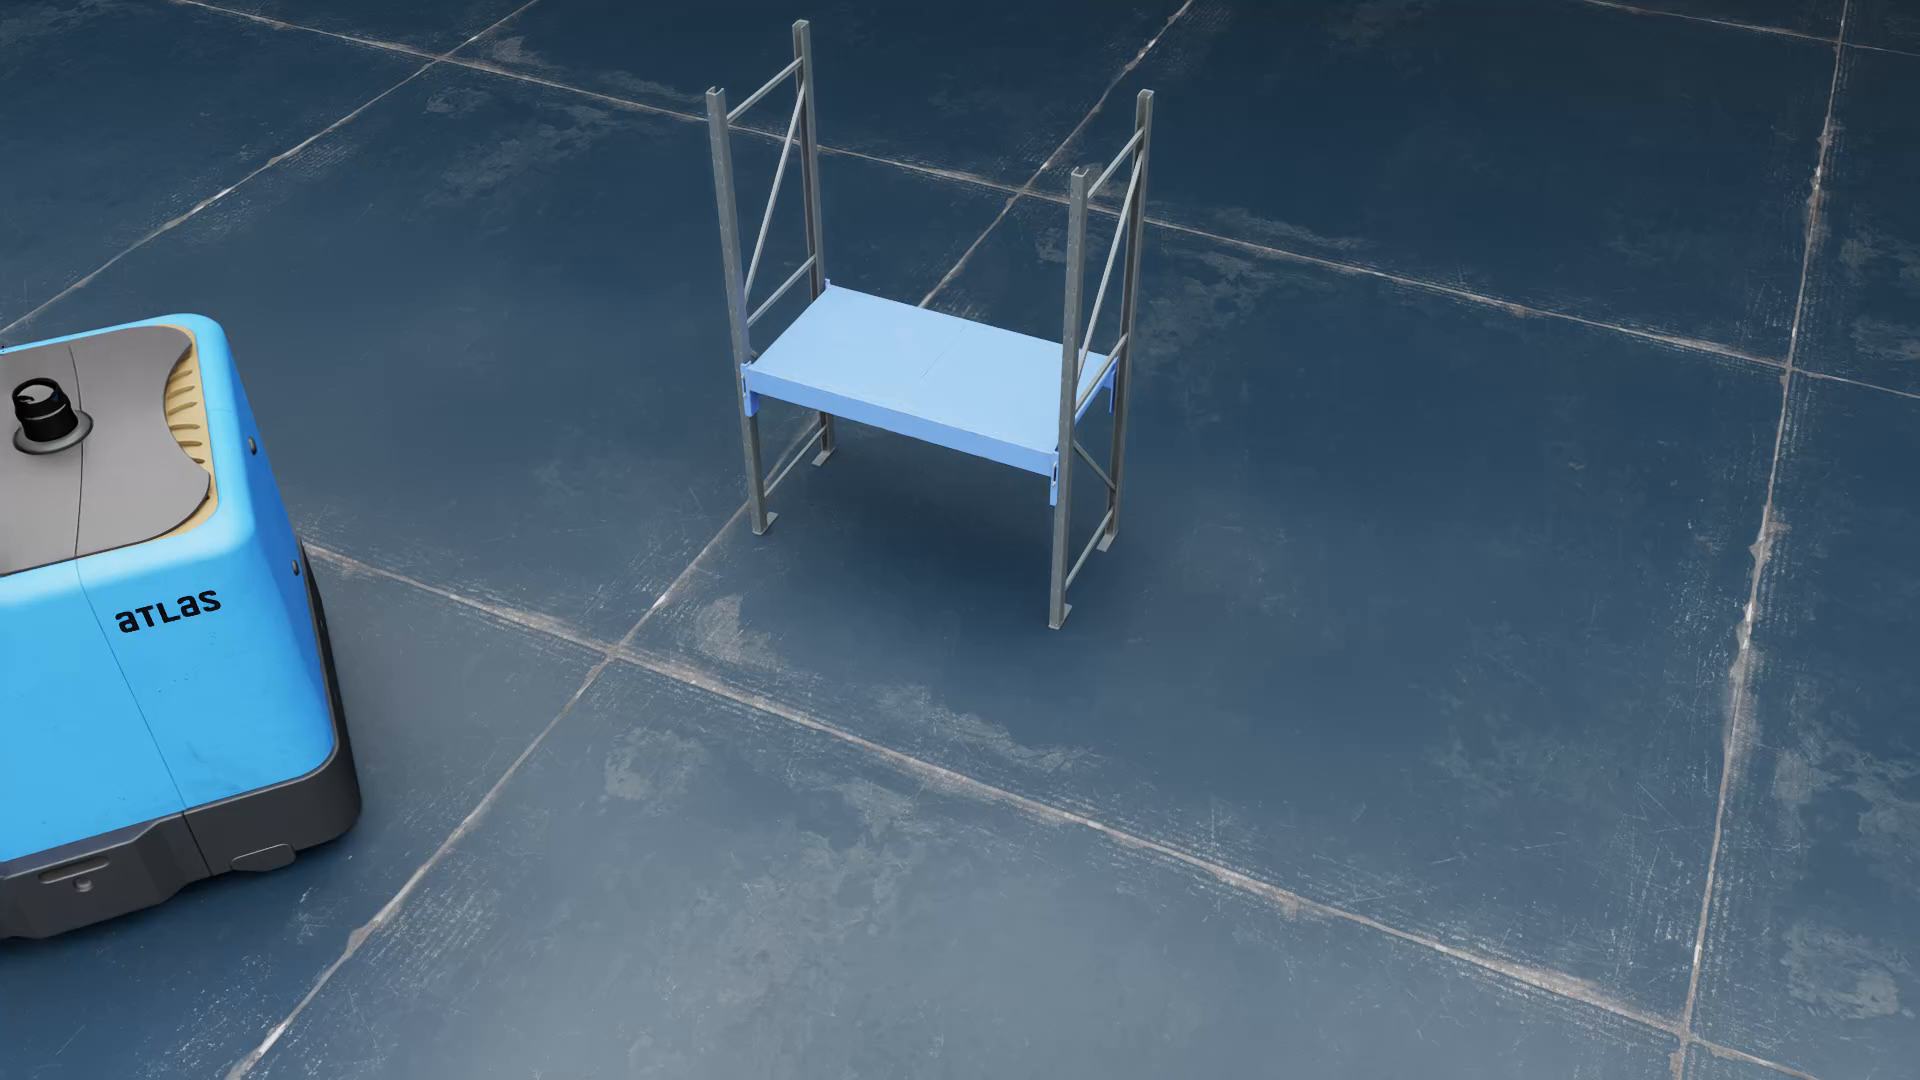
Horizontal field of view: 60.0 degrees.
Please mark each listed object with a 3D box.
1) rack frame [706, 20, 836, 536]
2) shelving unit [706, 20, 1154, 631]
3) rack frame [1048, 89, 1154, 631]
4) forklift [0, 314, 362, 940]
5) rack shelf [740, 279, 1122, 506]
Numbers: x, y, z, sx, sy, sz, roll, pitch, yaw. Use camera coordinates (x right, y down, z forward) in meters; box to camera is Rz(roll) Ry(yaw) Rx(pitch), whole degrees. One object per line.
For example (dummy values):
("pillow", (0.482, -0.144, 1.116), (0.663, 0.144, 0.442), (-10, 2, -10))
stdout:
("rack frame", (-0.538, -0.731, 4.948), (0.032, 1.500, 0.500), (17, 44, 19))
("shelving unit", (-0.077, -0.590, 4.786), (1.048, 1.500, 0.538), (17, 44, 19))
("rack frame", (0.383, -0.450, 4.624), (0.032, 1.500, 0.500), (17, 44, 19))
("forklift", (-3.125, -0.234, 3.283), (3.031, 2.935, 1.130), (-16, 43, -17))
("rack shelf", (-0.077, -0.454, 4.904), (1.000, 0.185, 0.538), (17, 44, 19))
